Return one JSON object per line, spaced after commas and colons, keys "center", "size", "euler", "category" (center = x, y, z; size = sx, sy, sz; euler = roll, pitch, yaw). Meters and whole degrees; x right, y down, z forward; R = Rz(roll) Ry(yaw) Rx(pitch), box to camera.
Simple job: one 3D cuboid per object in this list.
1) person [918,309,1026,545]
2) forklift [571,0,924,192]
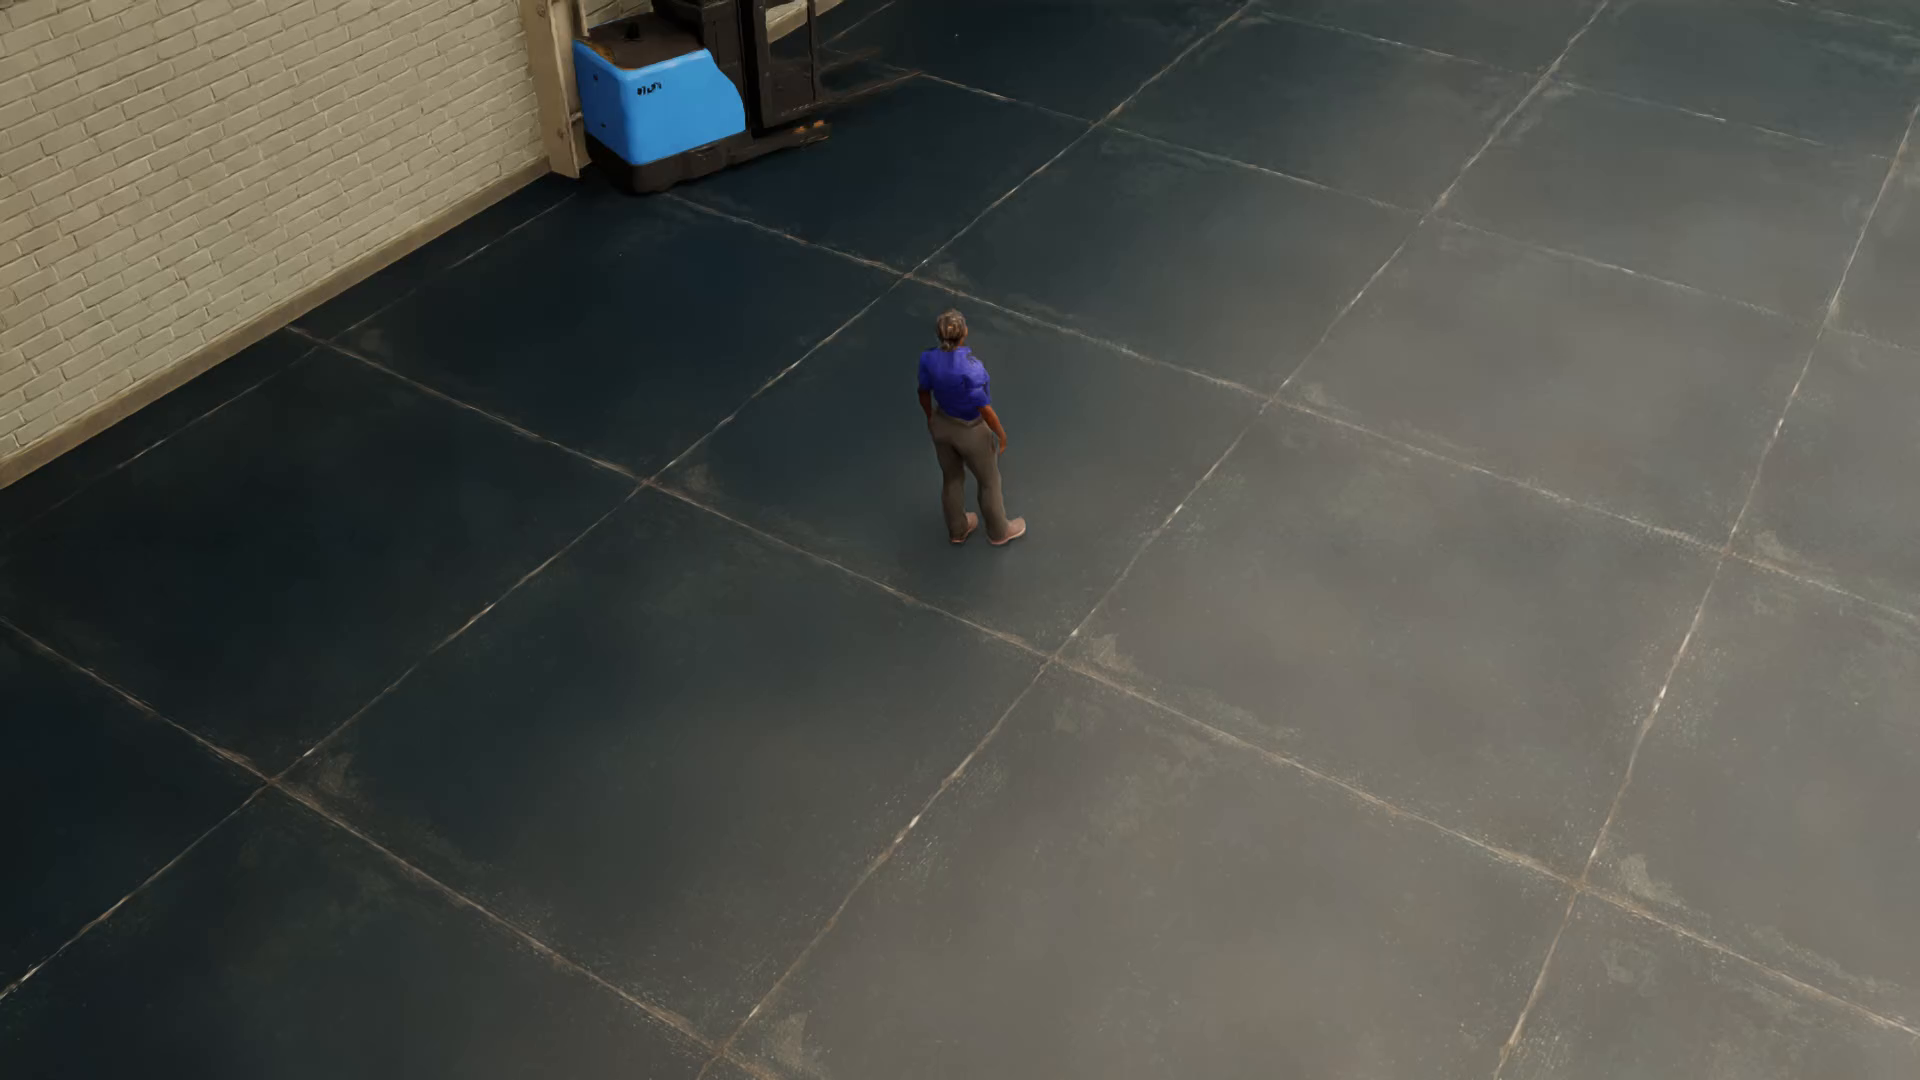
{"center": [0.063, -0.678, 9.743], "size": [0.570, 1.654, 0.503], "euler": [22, 45, 24], "category": "person"}
{"center": [-1.720, -4.710, 13.526], "size": [3.031, 2.935, 1.130], "euler": [-26, 47, -28], "category": "forklift"}
